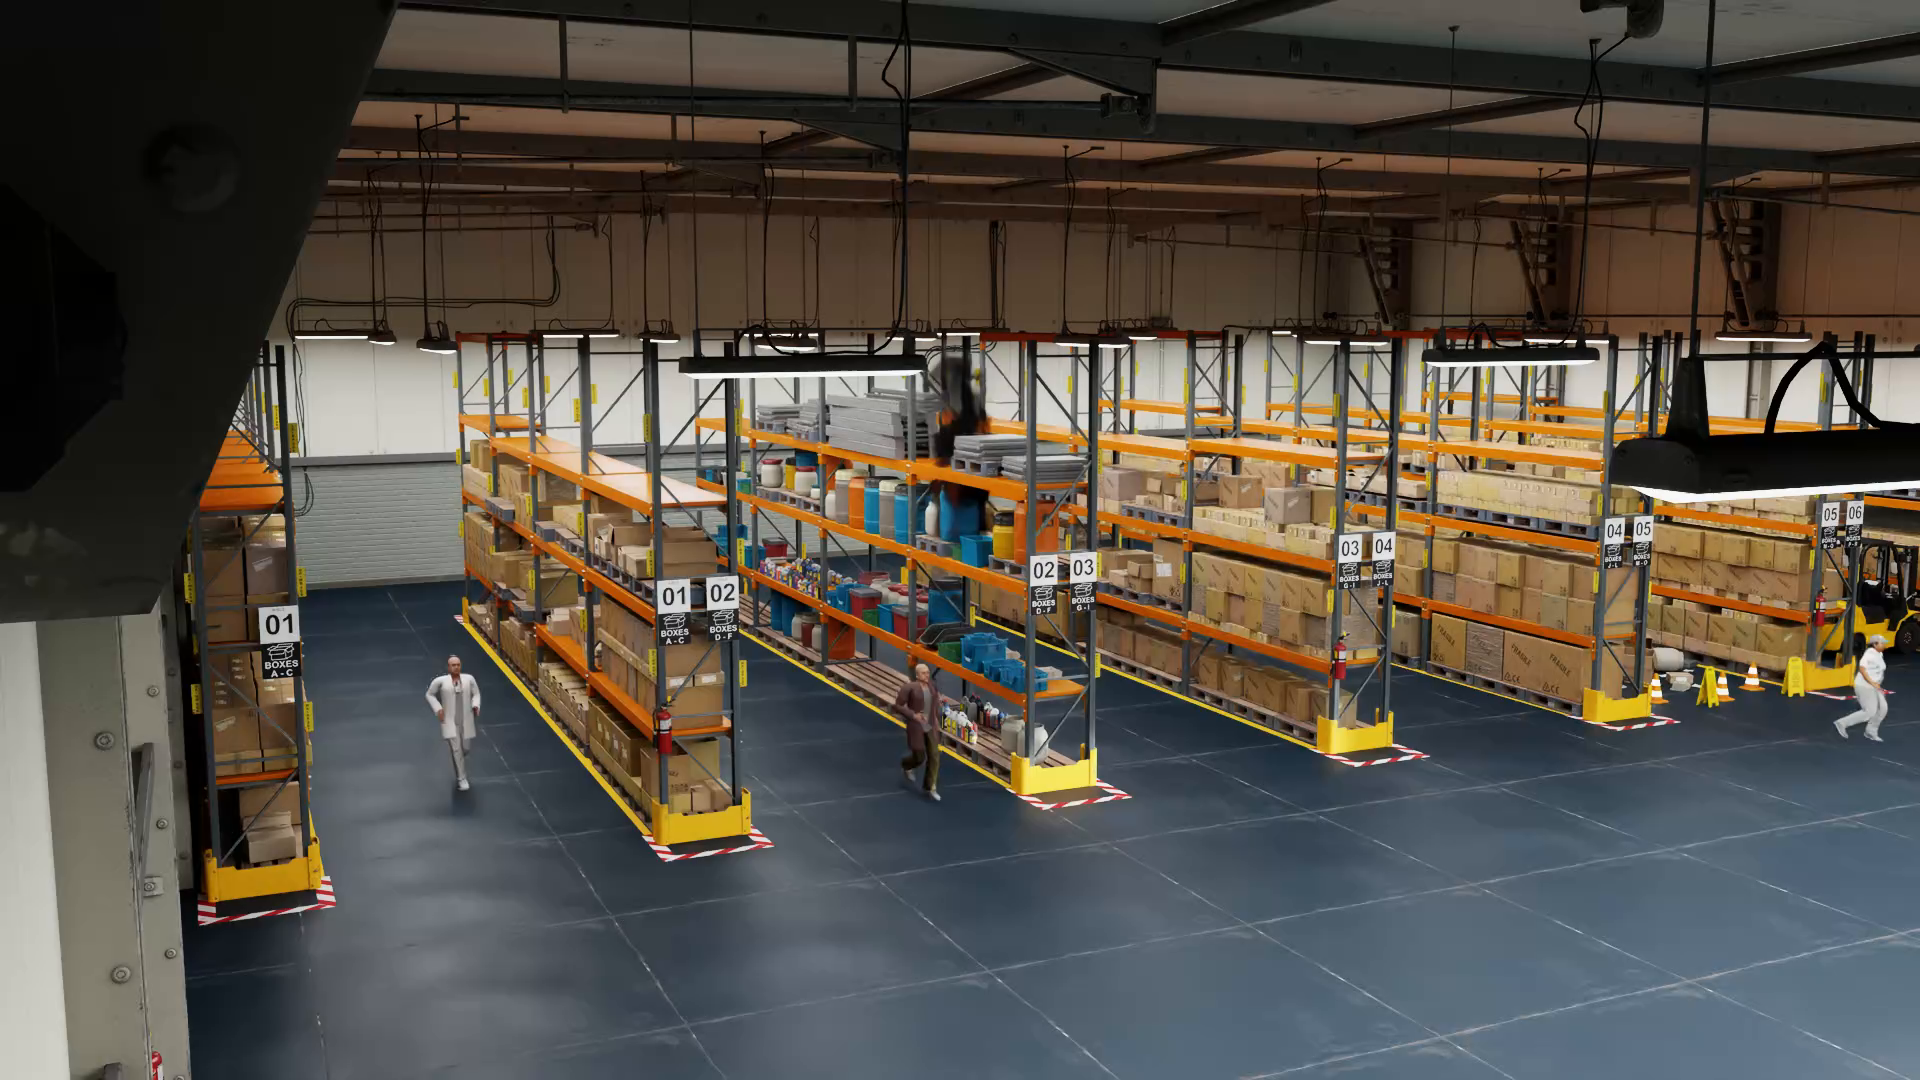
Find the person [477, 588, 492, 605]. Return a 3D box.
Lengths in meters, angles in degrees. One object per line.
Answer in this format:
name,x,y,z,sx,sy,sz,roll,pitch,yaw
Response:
person,-10.024,0.654,35.906,0.826,1.759,0.659,-2,8,-13

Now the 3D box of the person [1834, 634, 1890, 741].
person,13.506,2.221,24.891,0.717,1.661,0.657,3,8,24

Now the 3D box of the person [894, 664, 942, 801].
person,-0.535,2.515,22.071,0.747,1.791,0.886,-5,9,-31

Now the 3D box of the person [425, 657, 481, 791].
person,-6.836,2.449,22.532,0.711,1.764,0.880,-4,9,-30
